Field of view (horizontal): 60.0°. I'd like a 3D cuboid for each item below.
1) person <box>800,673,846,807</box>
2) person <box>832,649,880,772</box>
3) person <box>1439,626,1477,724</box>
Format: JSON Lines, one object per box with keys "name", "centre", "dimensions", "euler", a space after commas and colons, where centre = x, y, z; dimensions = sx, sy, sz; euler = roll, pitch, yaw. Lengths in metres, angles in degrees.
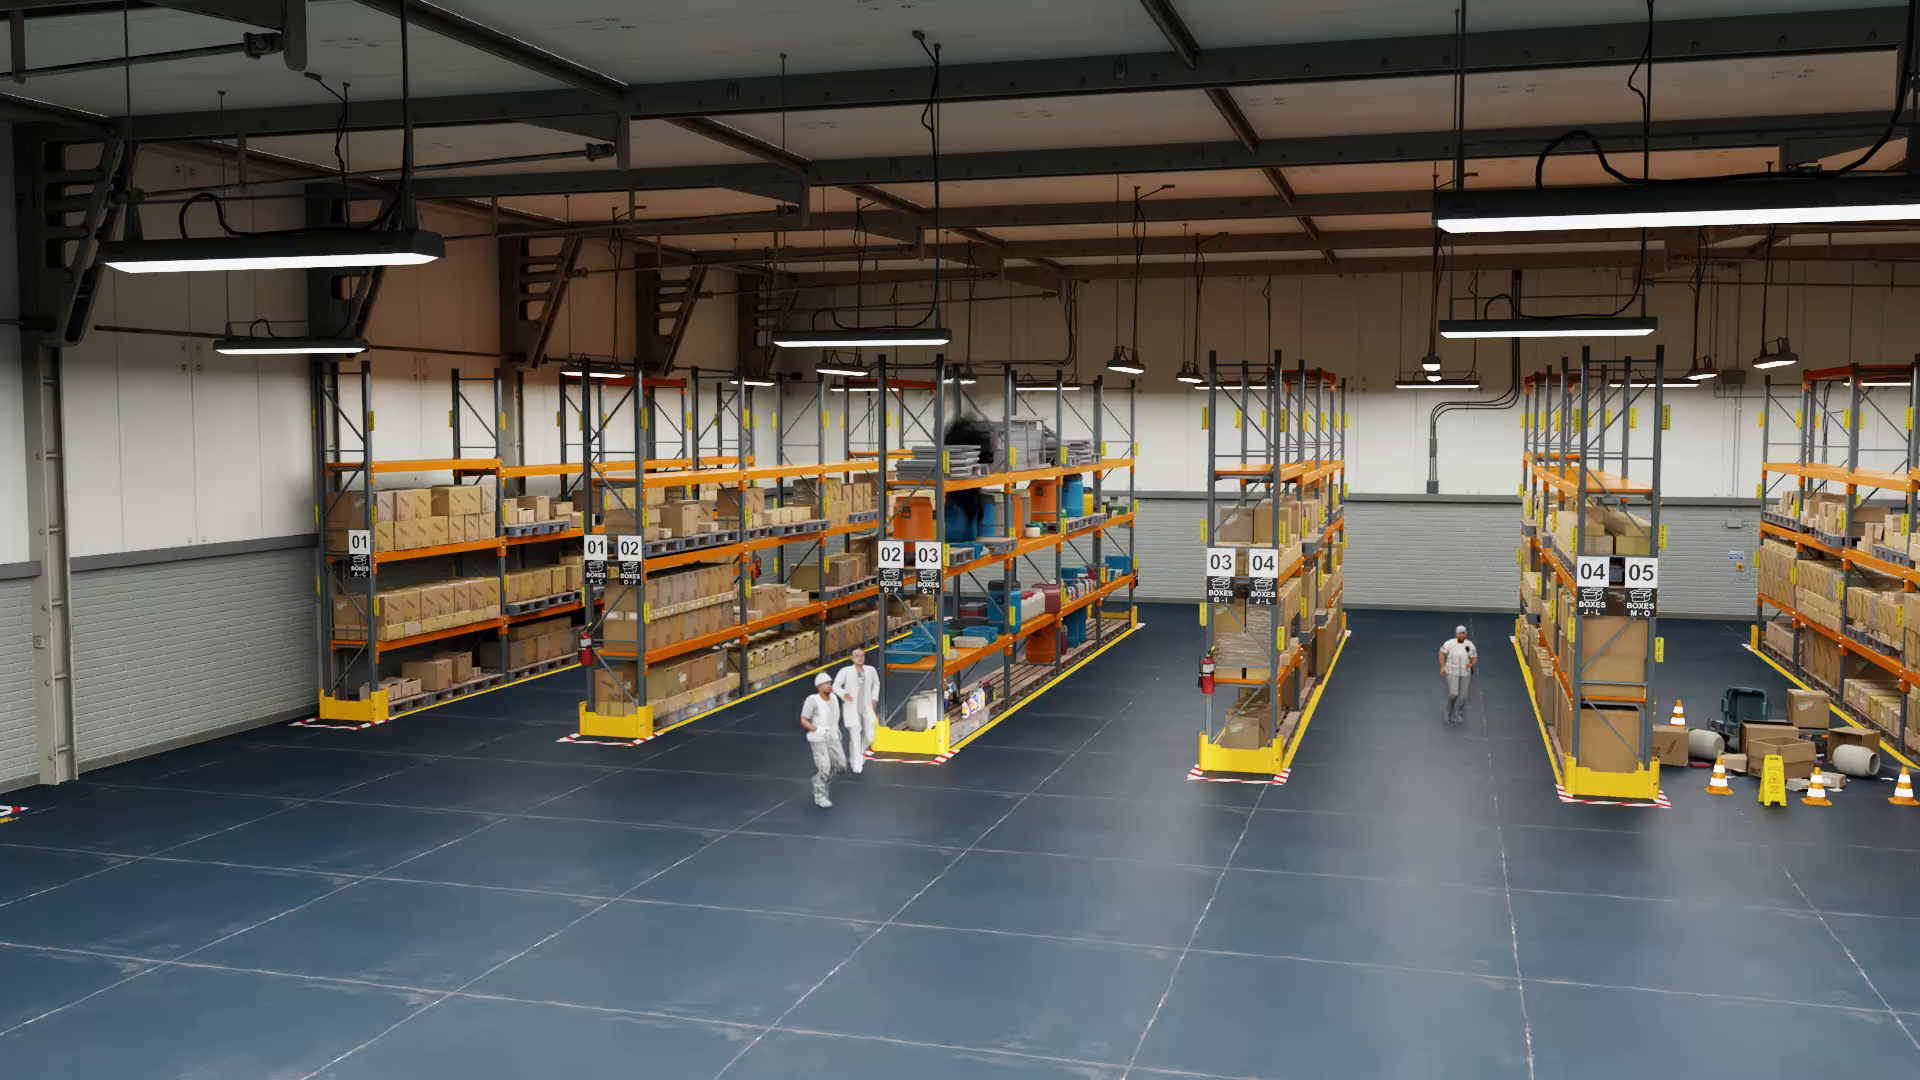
{"name": "person", "centre": [-1.755, 2.588, 21.545], "dimensions": [0.585, 1.741, 0.683], "euler": [4, 6, 43]}
{"name": "person", "centre": [-1.453, 2.438, 23.812], "dimensions": [0.742, 1.748, 0.632], "euler": [-1, 4, -18]}
{"name": "person", "centre": [8.216, 2.221, 27.393], "dimensions": [0.576, 1.631, 0.721], "euler": [0, 4, 6]}
